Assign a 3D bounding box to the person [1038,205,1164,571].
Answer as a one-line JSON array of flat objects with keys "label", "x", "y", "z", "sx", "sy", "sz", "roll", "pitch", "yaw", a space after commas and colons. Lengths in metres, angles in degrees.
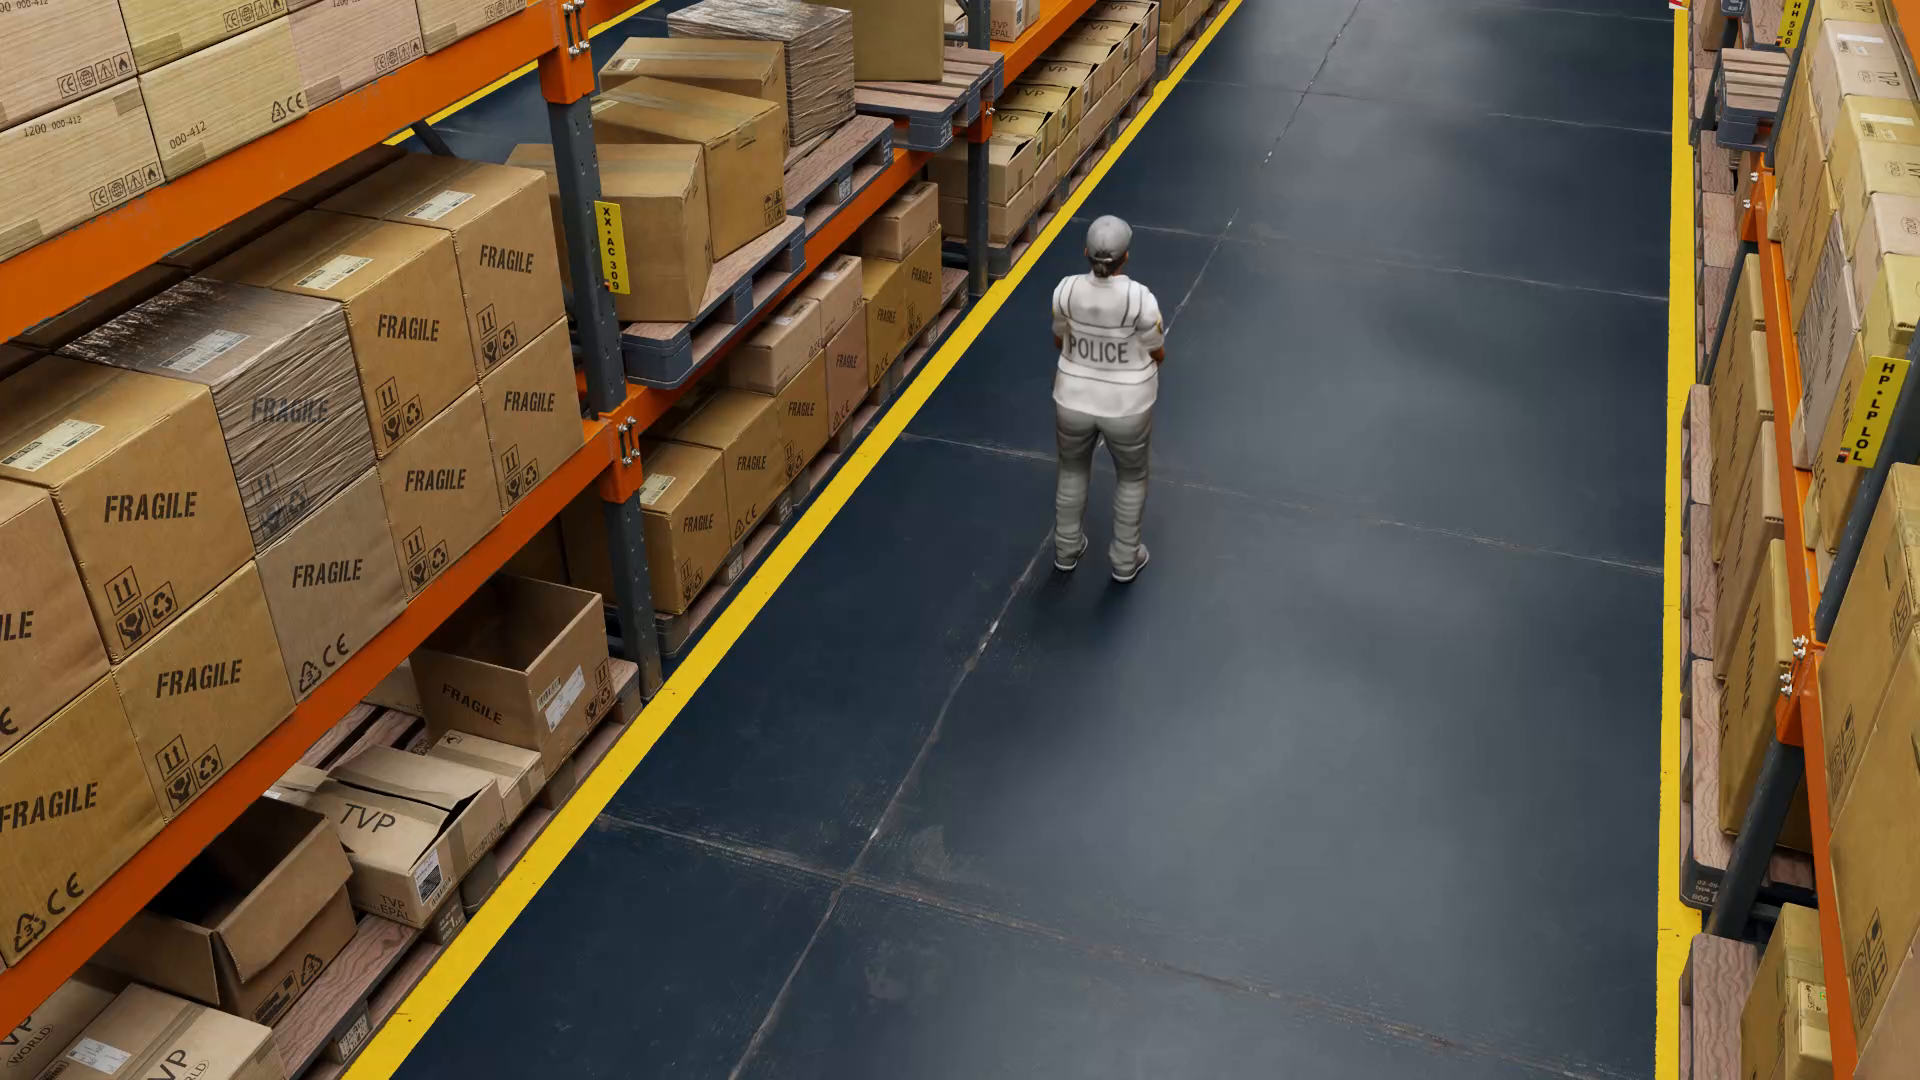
[{"label": "person", "x": 0.597, "y": -0.630, "z": 7.028, "sx": 0.530, "sy": 1.600, "sz": 0.465, "roll": 9, "pitch": 35, "yaw": 14}]
